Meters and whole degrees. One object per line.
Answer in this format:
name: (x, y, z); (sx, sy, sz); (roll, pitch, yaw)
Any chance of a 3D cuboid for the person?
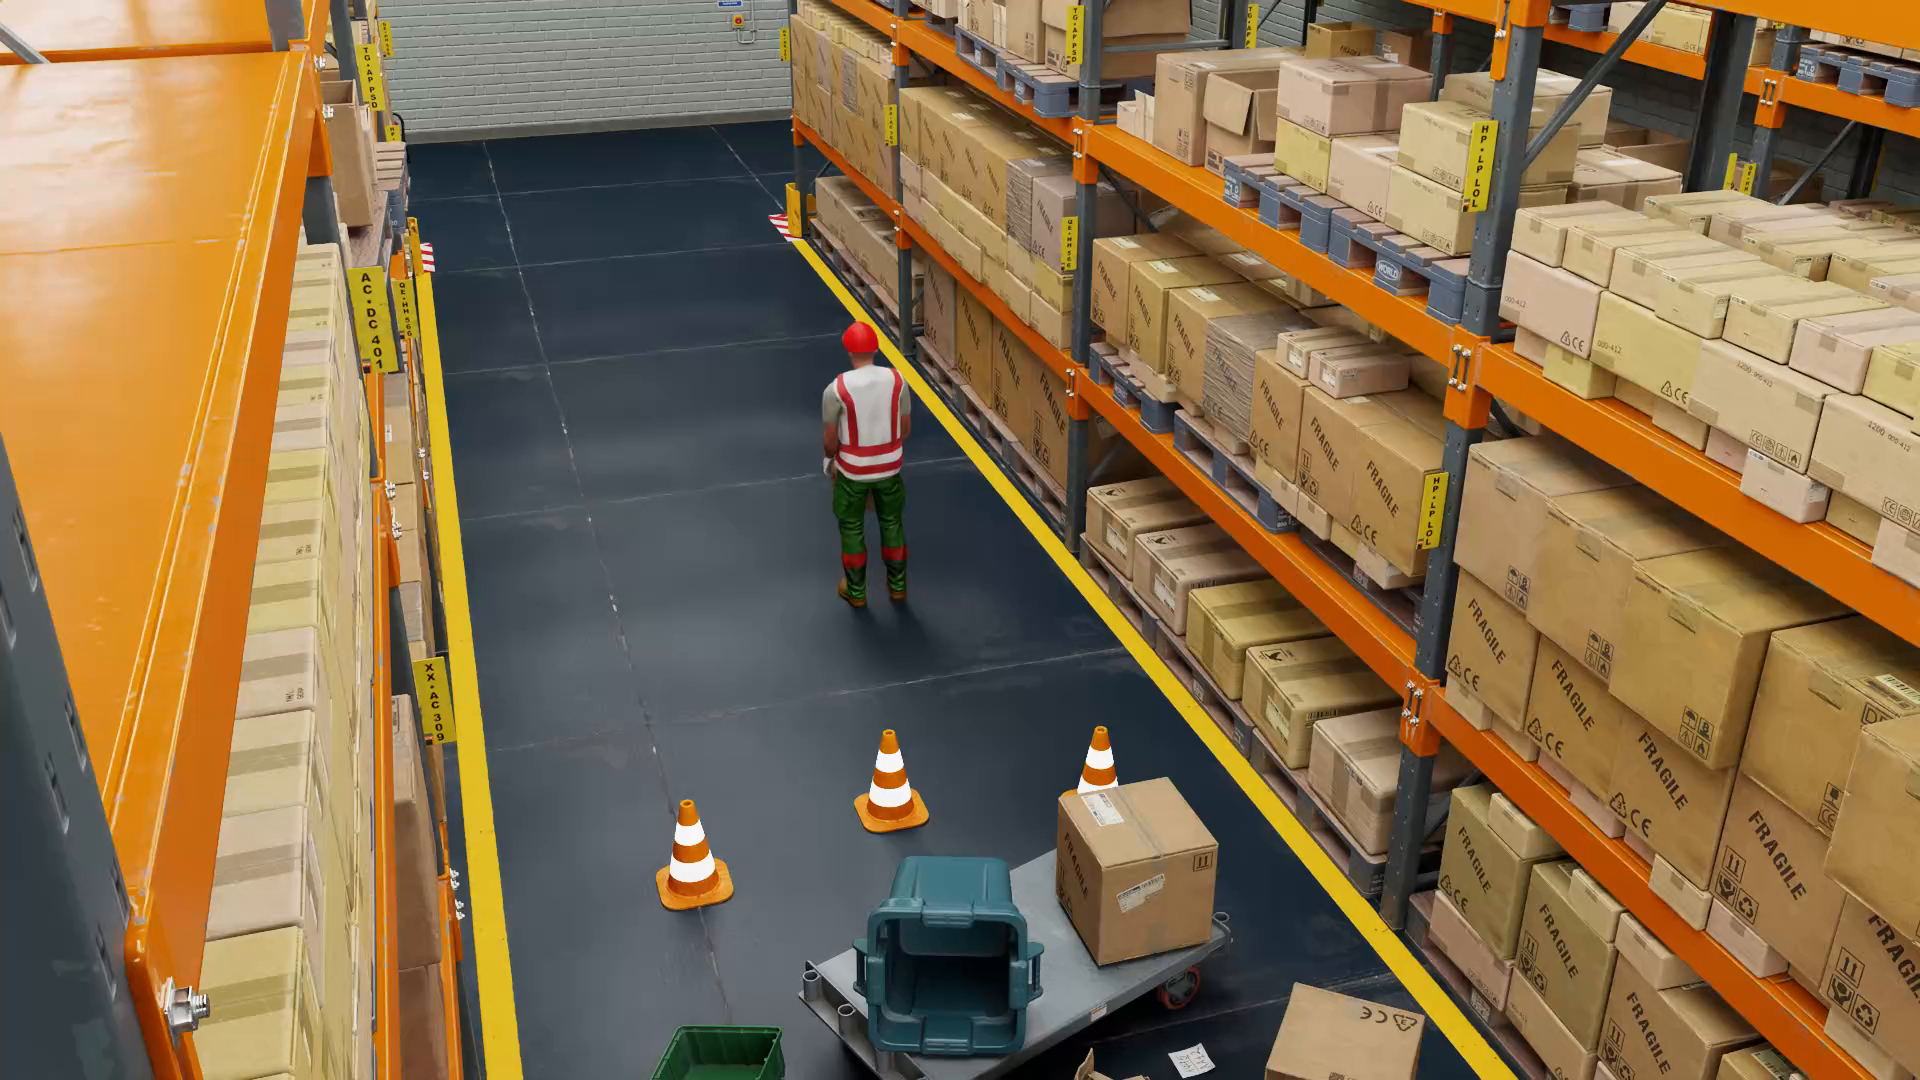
person: (-0.558, -0.445, 9.998); (0.544, 1.786, 0.414); (-9, 27, -17)
